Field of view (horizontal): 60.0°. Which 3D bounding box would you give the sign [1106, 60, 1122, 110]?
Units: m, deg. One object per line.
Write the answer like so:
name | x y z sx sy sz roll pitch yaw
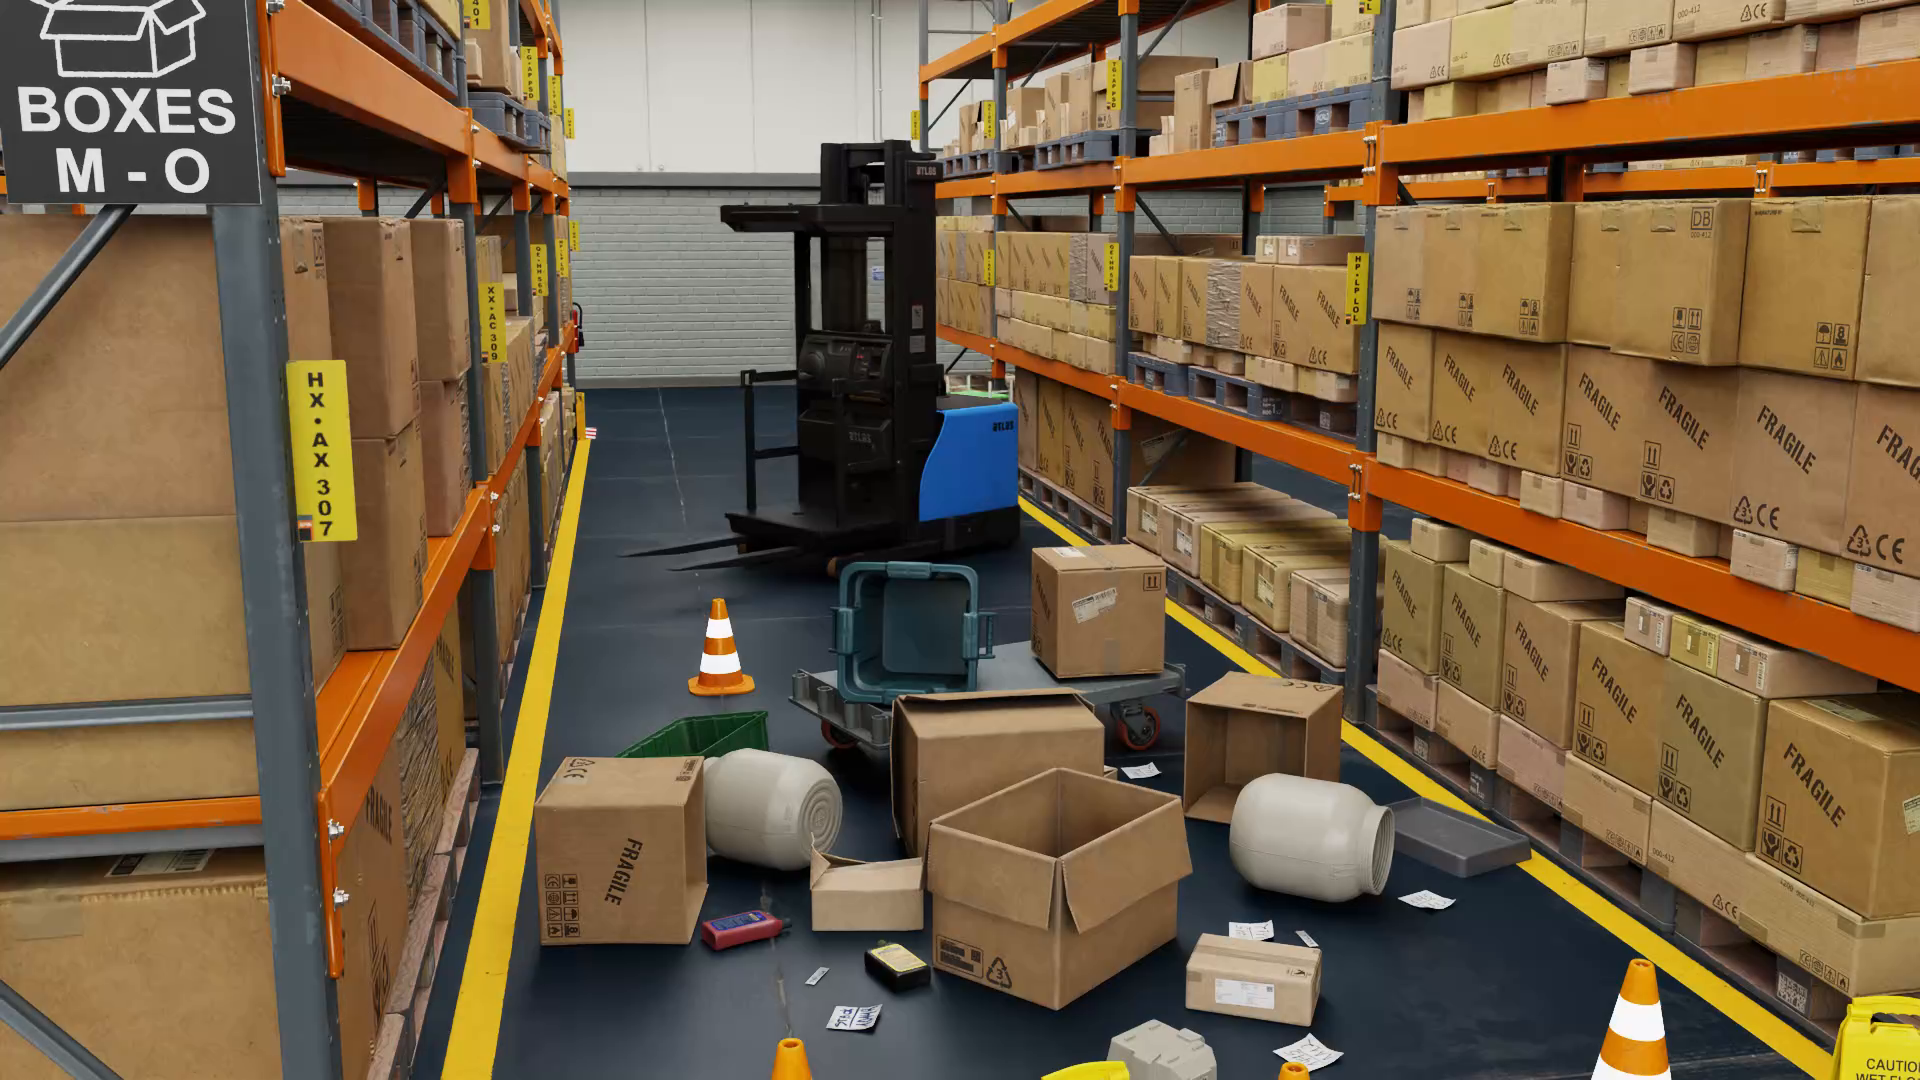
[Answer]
sign | 1.046 -3.089 11.285 0.100 0.325 0.005 -2 11 -11

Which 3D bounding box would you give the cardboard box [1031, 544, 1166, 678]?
cardboard box | 0.629 0.319 7.659 0.500 0.500 0.500 -2 11 -11

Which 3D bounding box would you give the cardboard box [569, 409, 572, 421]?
cardboard box | -4.202 -1.285 17.134 0.380 0.149 0.250 -2 11 -10

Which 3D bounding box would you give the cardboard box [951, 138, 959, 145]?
cardboard box | 0.211 -4.384 18.697 0.500 0.250 0.500 -3 11 -16

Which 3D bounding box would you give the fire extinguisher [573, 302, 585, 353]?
fire extinguisher | -4.397 -2.451 18.758 0.296 0.674 0.183 -2 11 -11

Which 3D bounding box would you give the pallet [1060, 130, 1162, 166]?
pallet | 1.414 -2.838 12.067 1.213 0.211 1.003 -2 11 -8

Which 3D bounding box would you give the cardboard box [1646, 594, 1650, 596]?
cardboard box | 2.949 0.454 6.513 0.500 0.500 0.500 -2 11 -8

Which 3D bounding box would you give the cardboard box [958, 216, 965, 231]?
cardboard box | 0.192 -3.260 17.124 0.380 0.149 0.250 -2 11 -11

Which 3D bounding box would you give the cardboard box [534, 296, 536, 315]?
cardboard box | -3.547 -1.848 13.134 0.380 0.149 0.250 -3 11 -14

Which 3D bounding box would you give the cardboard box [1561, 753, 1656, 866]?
cardboard box | 2.526 0.941 5.960 0.500 0.250 0.500 -3 11 -13

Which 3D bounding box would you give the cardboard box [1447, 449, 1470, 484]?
cardboard box | 2.298 -0.322 7.040 0.380 0.149 0.250 -2 11 -11

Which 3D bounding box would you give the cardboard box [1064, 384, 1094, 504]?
cardboard box | 1.369 -0.797 13.420 0.875 0.875 0.875 -2 11 -10

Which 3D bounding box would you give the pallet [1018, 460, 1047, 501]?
pallet | 1.038 -0.566 15.105 1.003 0.211 1.213 -2 11 -11

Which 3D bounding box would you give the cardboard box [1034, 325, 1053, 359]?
cardboard box | 0.915 -1.629 13.635 0.500 0.250 0.500 -2 11 -12

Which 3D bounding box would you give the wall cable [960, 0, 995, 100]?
wall cable | -0.609 -6.815 24.436 2.355 3.000 0.029 -2 11 -11

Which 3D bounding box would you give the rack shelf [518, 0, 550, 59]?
rack shelf | -3.633 -3.906 12.147 1.077 0.370 4.000 -2 11 -11

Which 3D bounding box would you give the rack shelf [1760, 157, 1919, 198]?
rack shelf | 6.849 -2.275 10.531 1.077 0.370 4.000 -2 11 -11

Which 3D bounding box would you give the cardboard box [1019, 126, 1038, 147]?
cardboard box | 0.716 -3.395 13.990 0.380 0.166 0.250 -3 11 -15

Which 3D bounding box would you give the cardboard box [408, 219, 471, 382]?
cardboard box | -2.207 -0.847 5.837 0.875 0.550 0.550 -2 11 -11

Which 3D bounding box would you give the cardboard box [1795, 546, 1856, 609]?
cardboard box | 2.678 0.099 4.828 0.380 0.149 0.250 -2 11 -12

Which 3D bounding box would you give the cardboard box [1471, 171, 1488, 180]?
cardboard box | 5.322 -3.661 16.559 0.380 0.149 0.250 -2 11 -11

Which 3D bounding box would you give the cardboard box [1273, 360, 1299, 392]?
cardboard box | 1.879 -0.870 8.791 0.380 0.149 0.250 -2 11 -12

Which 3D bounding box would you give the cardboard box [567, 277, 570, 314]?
cardboard box | -4.257 -2.545 16.980 0.500 0.500 0.500 -2 11 -11

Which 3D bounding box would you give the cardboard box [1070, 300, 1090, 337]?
cardboard box | 1.145 -1.686 12.598 0.500 0.250 0.500 -2 11 -12

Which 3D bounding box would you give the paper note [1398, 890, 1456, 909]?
paper note | 1.663 1.276 5.912 0.142 0.019 0.148 -6 13 -31

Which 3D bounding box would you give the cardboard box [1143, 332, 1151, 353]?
cardboard box | 1.472 -1.357 11.355 0.380 0.149 0.250 -3 11 -14

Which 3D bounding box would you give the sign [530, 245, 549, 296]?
sign | -2.701 -1.732 10.677 0.100 0.325 0.005 -2 11 -11

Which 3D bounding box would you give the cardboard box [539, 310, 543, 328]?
cardboard box | -3.700 -1.846 13.920 0.380 0.149 0.250 -2 11 -11

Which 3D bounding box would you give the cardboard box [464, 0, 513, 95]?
cardboard box | -2.632 -2.612 8.716 0.500 0.500 0.500 -2 11 -11

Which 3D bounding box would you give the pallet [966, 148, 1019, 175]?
pallet | 0.665 -3.655 16.092 1.003 0.211 1.213 -2 11 -11

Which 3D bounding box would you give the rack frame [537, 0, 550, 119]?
rack frame | -4.022 -4.823 13.970 1.000 3.000 0.127 -2 11 -11

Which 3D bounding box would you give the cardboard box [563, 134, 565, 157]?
cardboard box | -4.461 -4.180 17.677 0.500 0.250 0.500 -2 11 -13

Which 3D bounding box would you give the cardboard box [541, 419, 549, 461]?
cardboard box | -3.240 -0.717 12.000 0.500 0.250 0.500 -2 11 -12

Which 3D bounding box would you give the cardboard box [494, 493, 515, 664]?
cardboard box | -2.859 0.202 8.504 1.050 0.750 0.750 -2 11 -11

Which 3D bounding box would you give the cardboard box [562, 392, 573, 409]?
cardboard box | -4.186 -1.432 17.107 0.380 0.149 0.250 -2 11 -9

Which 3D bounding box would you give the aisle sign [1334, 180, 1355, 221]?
aisle sign | 4.602 -4.268 20.147 0.394 0.787 0.004 -2 11 -11

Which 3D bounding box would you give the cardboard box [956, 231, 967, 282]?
cardboard box | 0.252 -2.878 16.852 0.500 0.500 0.500 -2 11 -10

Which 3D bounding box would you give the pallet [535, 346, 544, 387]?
pallet | -3.487 -1.175 11.360 1.213 0.211 1.003 -2 11 -11

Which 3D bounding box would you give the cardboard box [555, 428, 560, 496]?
cardboard box | -3.532 -0.634 13.566 0.500 0.500 0.500 -2 11 -12

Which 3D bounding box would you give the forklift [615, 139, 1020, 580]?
forklift | -0.960 -1.273 11.545 3.031 2.935 1.130 -10 15 -43

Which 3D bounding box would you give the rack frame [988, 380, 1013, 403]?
rack frame | 0.310 -0.624 12.765 0.240 1.200 0.015 -9 14 -41

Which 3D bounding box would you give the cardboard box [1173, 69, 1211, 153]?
cardboard box | 1.766 -2.689 10.514 0.700 0.500 0.500 -2 11 -11

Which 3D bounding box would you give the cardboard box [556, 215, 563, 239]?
cardboard box | -4.054 -2.842 15.869 0.500 0.500 0.500 -2 11 -10

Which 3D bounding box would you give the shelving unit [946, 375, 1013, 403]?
shelving unit | 0.147 -0.658 12.944 0.258 1.200 0.503 -9 14 -41

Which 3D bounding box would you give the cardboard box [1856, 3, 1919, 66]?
cardboard box | 2.705 -1.374 4.540 0.380 0.149 0.250 -2 11 -9

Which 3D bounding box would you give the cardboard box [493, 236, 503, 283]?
cardboard box | -3.167 -1.600 10.139 0.700 0.500 0.500 -2 11 -11

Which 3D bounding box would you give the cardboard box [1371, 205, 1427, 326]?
cardboard box | 2.242 -1.205 7.269 0.700 0.500 0.500 -2 11 -12

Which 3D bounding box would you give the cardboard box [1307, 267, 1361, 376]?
cardboard box | 2.055 -1.085 8.190 0.500 0.500 0.500 -2 11 -12

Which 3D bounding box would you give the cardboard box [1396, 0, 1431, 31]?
cardboard box | 2.111 -2.280 7.167 0.380 0.149 0.250 -2 11 -12

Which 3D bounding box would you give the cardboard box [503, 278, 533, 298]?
cardboard box | -3.500 -1.946 12.854 0.380 0.149 0.250 -3 11 -14

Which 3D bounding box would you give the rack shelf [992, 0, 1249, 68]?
rack shelf | 1.203 -4.105 13.190 1.077 0.370 4.000 -2 11 -11

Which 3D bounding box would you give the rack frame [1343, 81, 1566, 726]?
rack frame | 2.369 -0.607 7.865 1.000 3.000 0.127 -2 11 -11

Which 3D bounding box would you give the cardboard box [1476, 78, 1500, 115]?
cardboard box | 2.342 -1.800 6.780 0.380 0.149 0.250 -2 11 -11

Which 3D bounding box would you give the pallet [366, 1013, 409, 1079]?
pallet | -1.921 1.551 3.984 1.003 0.211 1.213 -2 11 -11

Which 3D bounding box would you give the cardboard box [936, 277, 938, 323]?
cardboard box | -0.027 -2.667 18.419 0.500 0.500 0.500 -2 11 -12
